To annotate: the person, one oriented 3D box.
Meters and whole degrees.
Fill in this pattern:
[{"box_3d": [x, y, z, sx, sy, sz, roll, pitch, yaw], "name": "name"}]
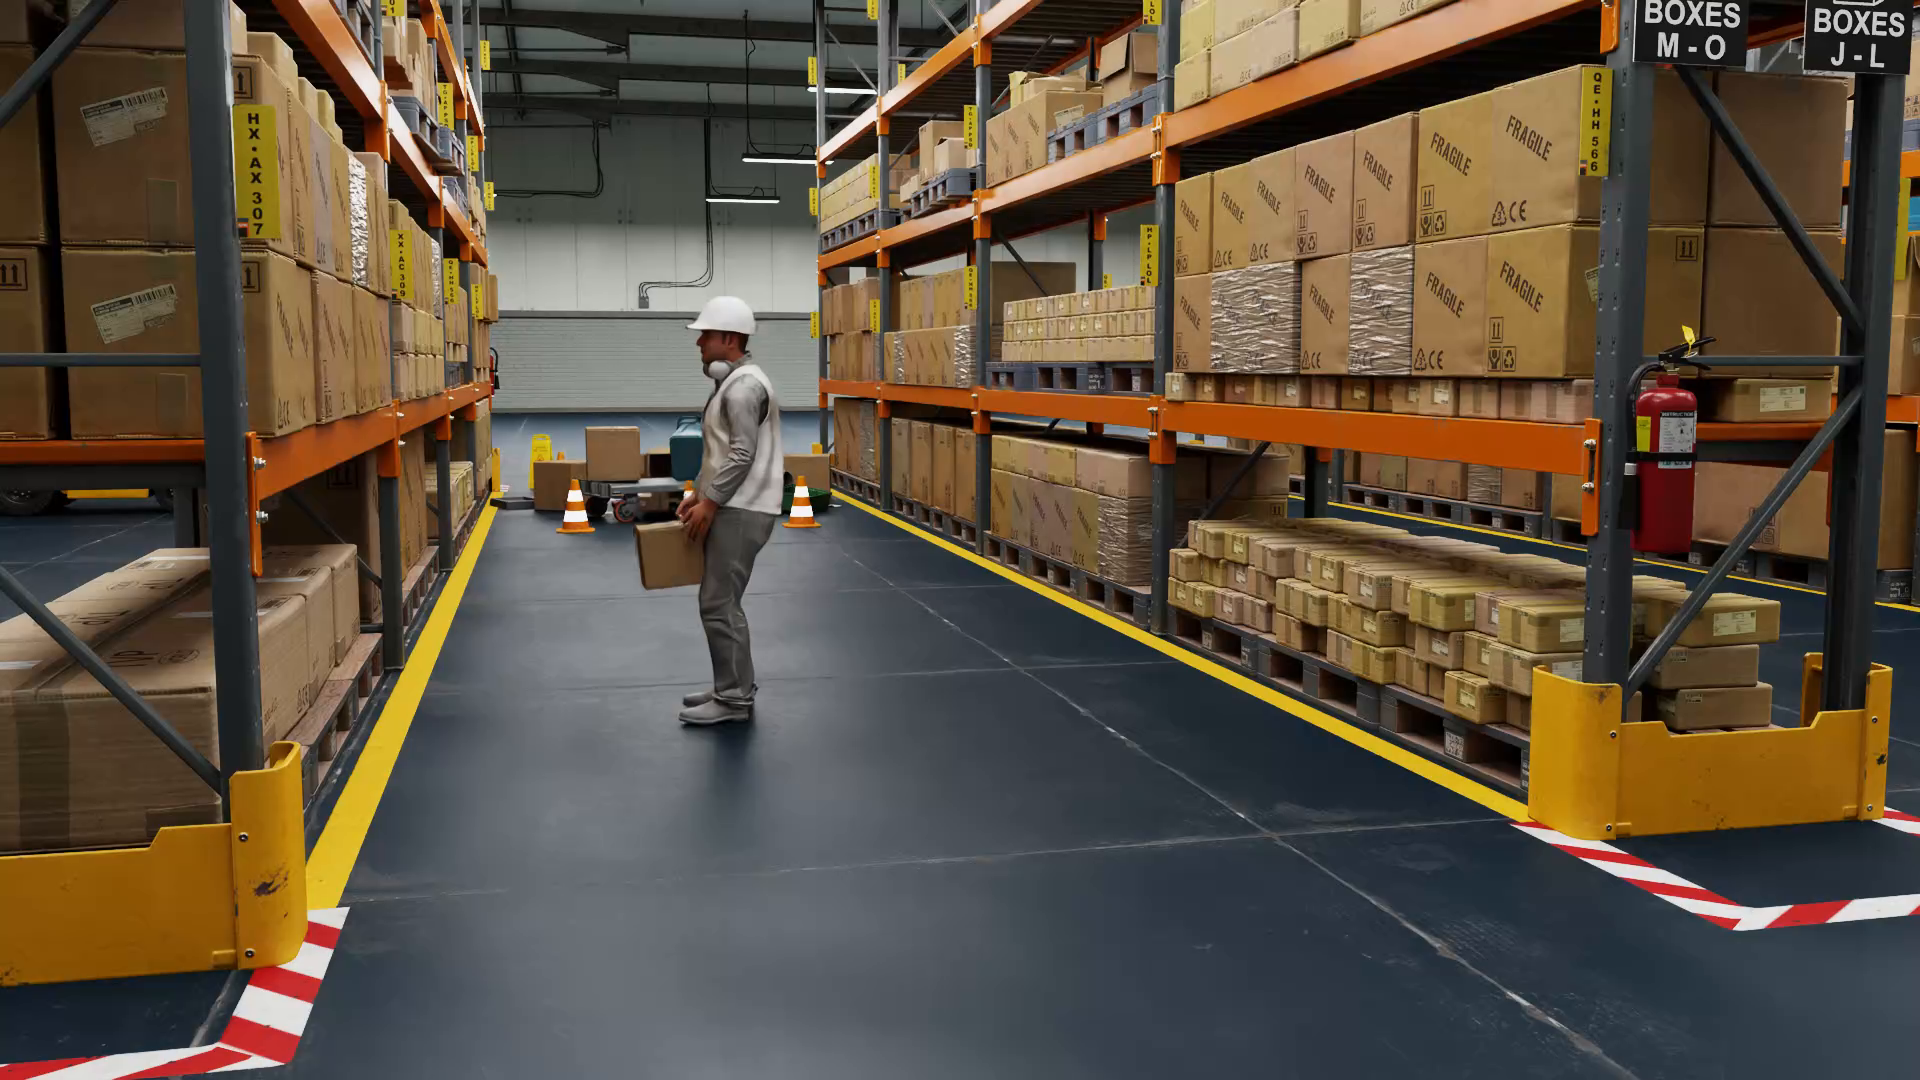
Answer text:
[{"box_3d": [-0.977, -0.130, 7.011, 0.470, 1.779, 0.551, -2, 6, -15], "name": "person"}]
